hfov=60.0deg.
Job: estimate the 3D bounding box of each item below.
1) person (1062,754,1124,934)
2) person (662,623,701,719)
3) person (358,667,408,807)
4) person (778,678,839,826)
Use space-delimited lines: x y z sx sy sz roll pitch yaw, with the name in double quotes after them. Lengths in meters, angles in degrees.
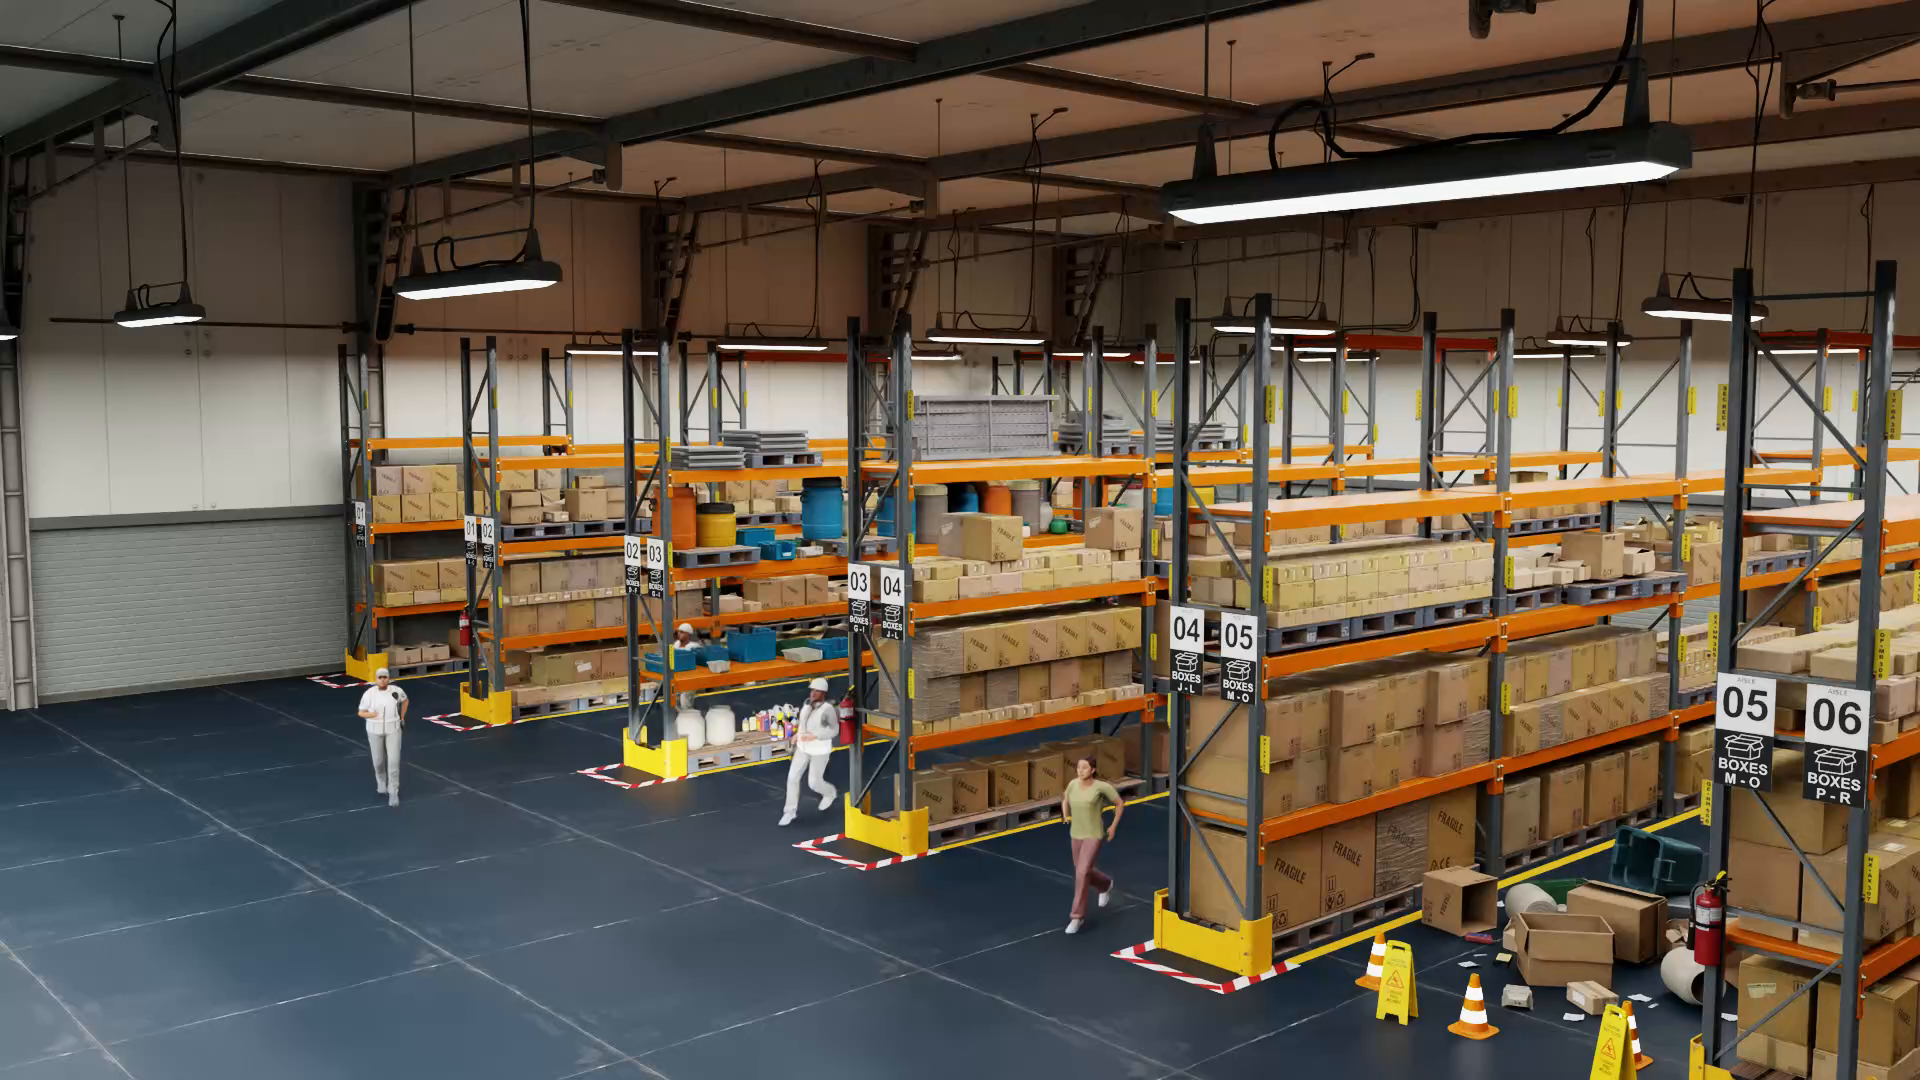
1.253 2.898 16.175 0.613 1.669 0.892 4 6 37 "person"
-4.105 2.089 24.466 0.668 1.738 0.634 4 6 38 "person"
-7.258 2.442 20.959 0.598 1.691 0.874 -2 5 -18 "person"
-1.719 2.521 19.966 0.689 1.775 0.888 4 6 35 "person"
